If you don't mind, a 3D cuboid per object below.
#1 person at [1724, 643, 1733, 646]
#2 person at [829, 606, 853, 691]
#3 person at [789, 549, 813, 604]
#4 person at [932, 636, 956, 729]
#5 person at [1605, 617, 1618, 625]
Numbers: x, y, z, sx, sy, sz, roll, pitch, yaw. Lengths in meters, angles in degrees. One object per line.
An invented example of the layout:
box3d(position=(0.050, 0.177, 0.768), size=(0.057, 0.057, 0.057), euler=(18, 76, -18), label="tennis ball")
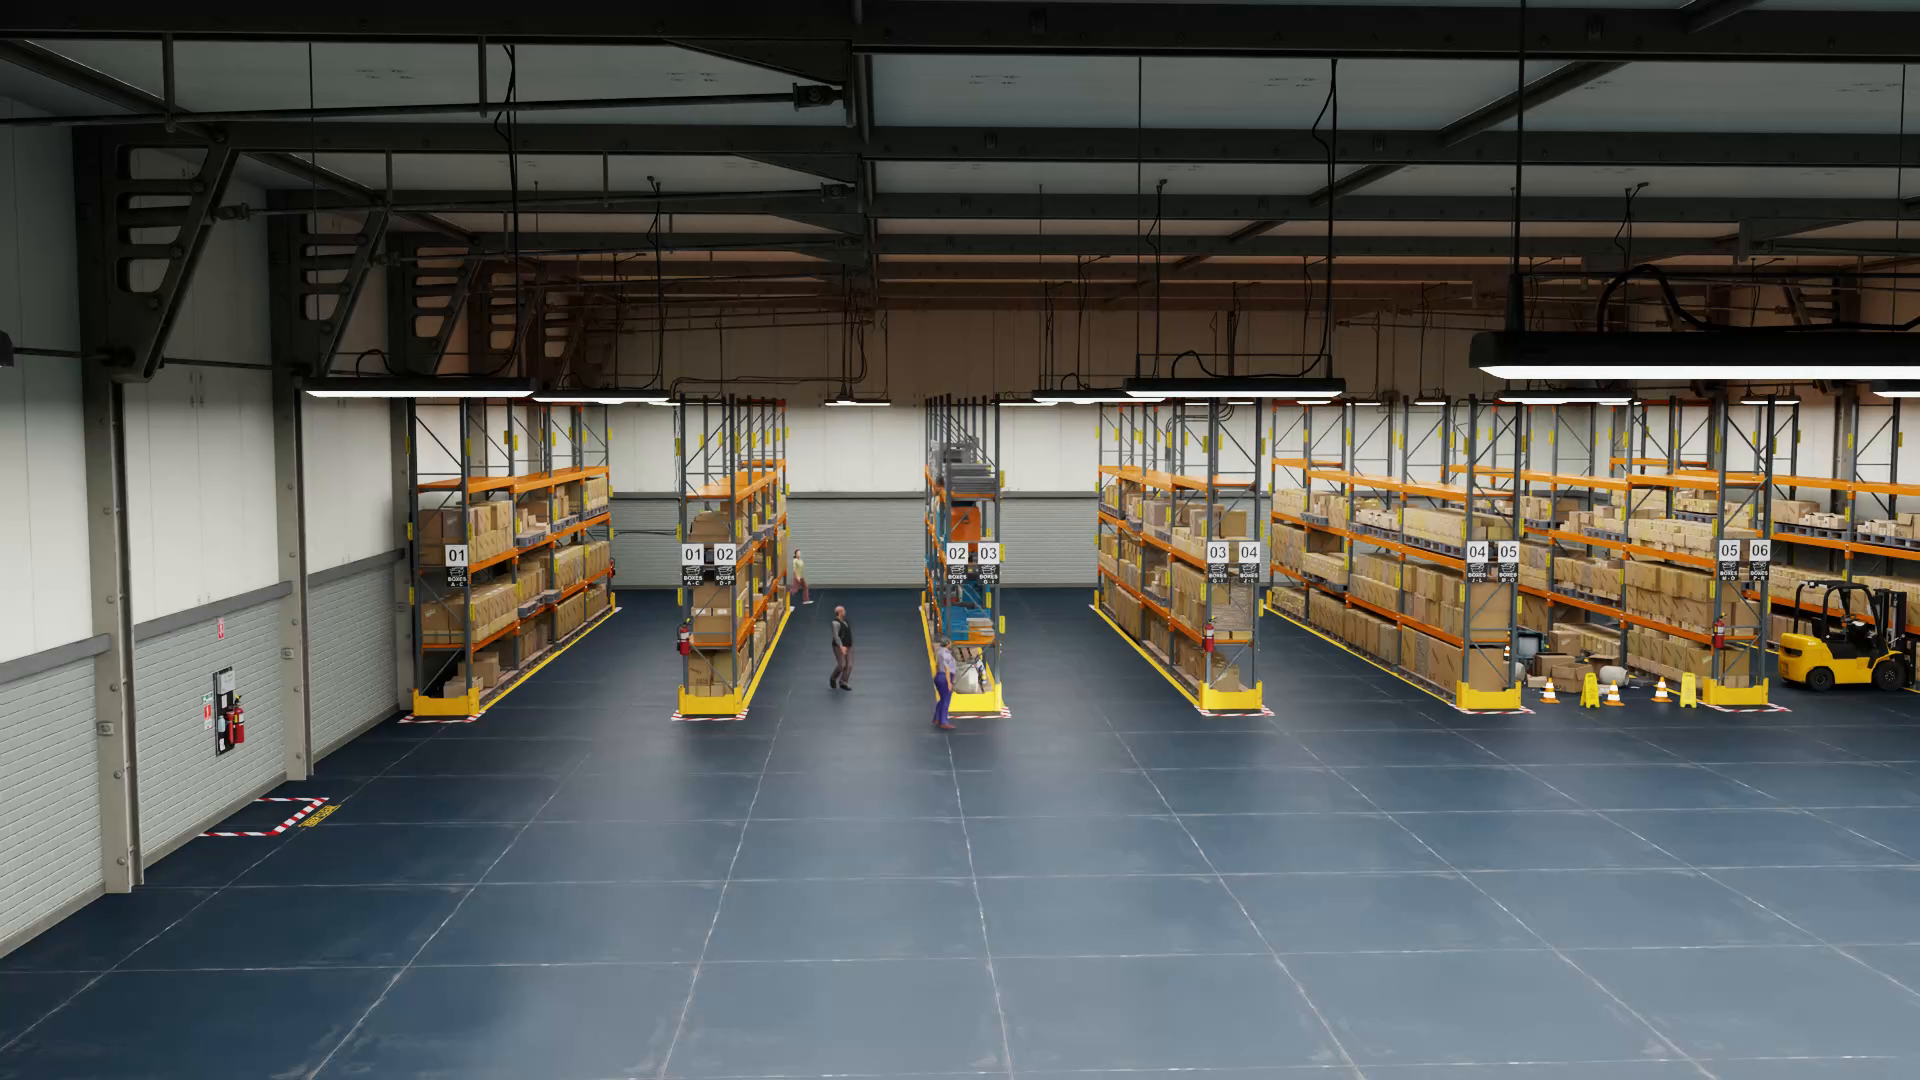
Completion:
box3d(position=(16.684, 2.033, 36.363), size=(0.649, 1.634, 0.436), euler=(3, 5, 33), label="person")
box3d(position=(-2.384, 2.202, 33.922), size=(0.509, 1.722, 0.633), euler=(3, 6, 35), label="person")
box3d(position=(-4.756, 1.079, 48.483), size=(0.951, 1.610, 0.557), euler=(0, 5, -4), label="person")
box3d(position=(-0.268, 2.576, 29.859), size=(0.360, 1.703, 0.573), euler=(-2, 5, -19), label="person")
box3d(position=(17.341, 1.403, 44.157), size=(0.373, 1.688, 0.505), euler=(1, 5, 10), label="person")
